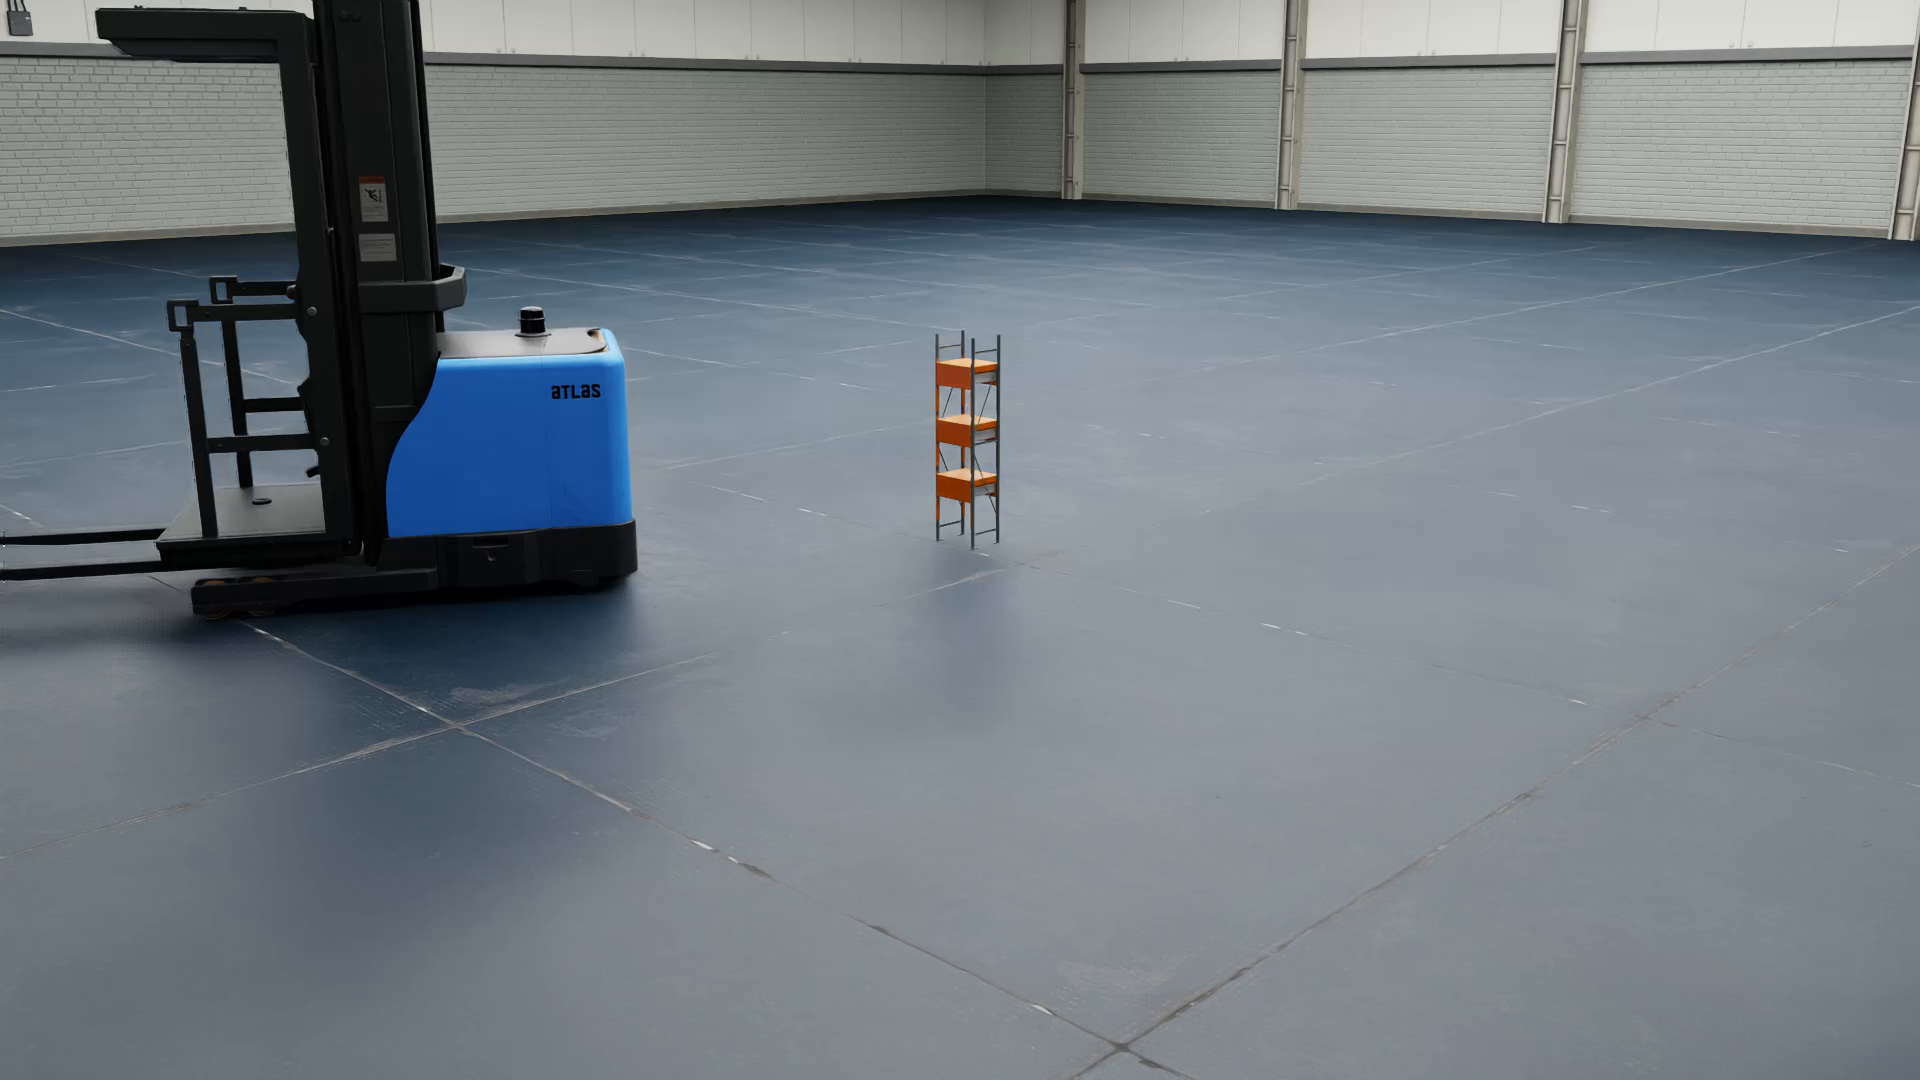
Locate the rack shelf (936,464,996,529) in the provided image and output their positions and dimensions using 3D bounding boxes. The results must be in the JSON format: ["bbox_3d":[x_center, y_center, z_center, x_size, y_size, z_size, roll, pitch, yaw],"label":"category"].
[{"bbox_3d":[0.039,-0.219,8.337,0.240,0.259,0.215,14,20,42],"label":"rack shelf"}]

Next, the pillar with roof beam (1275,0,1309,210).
[{"bbox_3d":[3.998,-10.653,31.472,0.400,9.000,9.100,14,20,42],"label":"pillar with roof beam"}]

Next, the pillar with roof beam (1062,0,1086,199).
[{"bbox_3d":[-0.321,-11.704,35.502,0.400,9.000,9.100,14,20,42],"label":"pillar with roof beam"}]

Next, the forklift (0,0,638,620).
[{"bbox_3d":[-3.052,-1.225,7.319,3.031,2.935,1.130,-4,15,-14],"label":"forklift"}]

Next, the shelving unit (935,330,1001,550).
[{"bbox_3d":[0.039,-0.499,8.264,0.252,1.050,0.215,14,20,42],"label":"shelving unit"}]

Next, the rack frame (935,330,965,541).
[{"bbox_3d":[-0.049,-0.520,8.346,0.008,1.050,0.200,14,20,42],"label":"rack frame"}]

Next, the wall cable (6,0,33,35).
[{"bbox_3d":[-13.800,-10.889,25.631,0.169,6.003,2.305,14,20,42],"label":"wall cable"}]

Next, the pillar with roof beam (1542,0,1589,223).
[{"bbox_3d":[8.317,-9.603,27.442,0.400,9.000,9.100,14,20,42],"label":"pillar with roof beam"}]

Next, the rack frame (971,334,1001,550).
[{"bbox_3d":[0.126,-0.477,8.182,0.008,1.050,0.200,14,20,42],"label":"rack frame"}]

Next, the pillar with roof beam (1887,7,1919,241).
[{"bbox_3d":[12.636,-8.553,23.412,0.400,9.000,9.100,14,20,42],"label":"pillar with roof beam"}]

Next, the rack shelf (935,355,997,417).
[{"bbox_3d":[0.039,-0.763,8.195,0.240,0.259,0.215,14,20,42],"label":"rack shelf"}]

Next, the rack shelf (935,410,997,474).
[{"bbox_3d":[0.039,-0.488,8.266,0.240,0.259,0.215,14,20,42],"label":"rack shelf"}]
